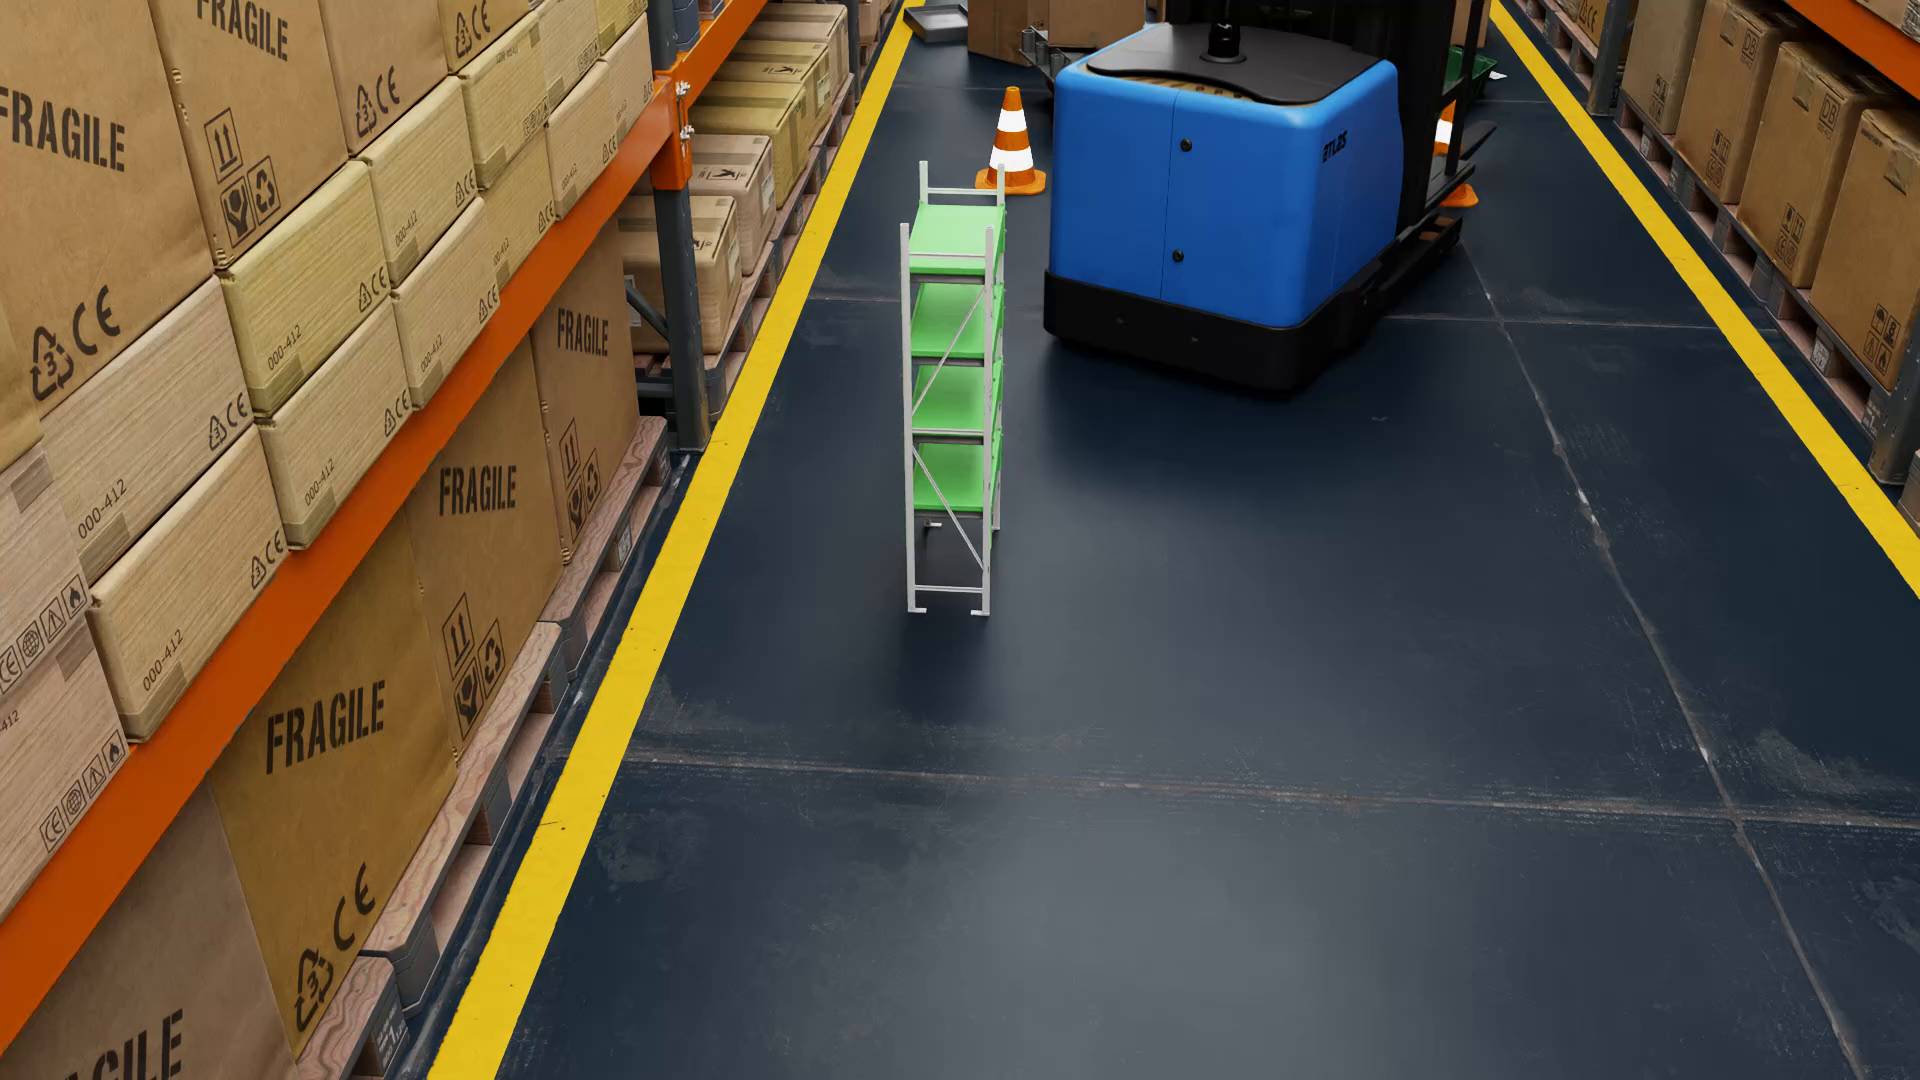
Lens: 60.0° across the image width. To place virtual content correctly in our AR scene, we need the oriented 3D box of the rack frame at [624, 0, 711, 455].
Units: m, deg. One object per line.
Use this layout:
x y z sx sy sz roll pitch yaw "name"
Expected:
-1.375 -1.624 5.026 1.000 3.000 0.127 2 32 4 "rack frame"

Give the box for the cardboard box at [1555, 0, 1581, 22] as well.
4.083 -3.629 9.904 0.875 0.875 0.875 3 32 4 "cardboard box"

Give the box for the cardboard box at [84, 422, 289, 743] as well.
-1.361 0.042 2.466 0.500 0.250 0.500 2 32 3 "cardboard box"

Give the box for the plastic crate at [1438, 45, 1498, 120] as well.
2.601 -2.531 9.124 0.450 0.188 0.662 29 41 23 "plastic crate"

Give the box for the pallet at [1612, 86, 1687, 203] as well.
3.905 -1.963 8.234 1.003 0.211 1.213 2 32 4 "pallet"

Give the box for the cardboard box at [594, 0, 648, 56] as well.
-1.161 -1.509 4.506 0.500 0.250 0.500 2 32 4 "cardboard box"

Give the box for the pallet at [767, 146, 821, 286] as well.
-1.208 -1.482 7.453 1.003 0.211 1.213 2 32 4 "pallet"

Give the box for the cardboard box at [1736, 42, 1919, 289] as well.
3.774 -1.458 6.501 1.050 0.750 0.750 3 32 5 "cardboard box"

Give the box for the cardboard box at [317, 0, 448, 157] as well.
-1.285 -1.018 2.995 0.500 0.500 0.500 2 32 3 "cardboard box"

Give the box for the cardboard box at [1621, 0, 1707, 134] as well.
3.932 -2.450 8.110 1.050 0.750 0.750 2 32 4 "cardboard box"

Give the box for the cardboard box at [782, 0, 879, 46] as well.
-0.732 -3.021 9.513 0.500 0.250 0.500 1 32 2 "cardboard box"

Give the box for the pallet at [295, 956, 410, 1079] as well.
-1.713 1.248 3.023 1.003 0.211 1.213 2 32 4 "pallet"

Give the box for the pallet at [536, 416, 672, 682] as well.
-1.514 -0.028 5.094 1.003 0.211 1.213 2 32 4 "pallet"

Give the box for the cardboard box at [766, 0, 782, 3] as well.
-1.269 -3.044 9.551 0.500 0.250 0.500 4 32 6 "cardboard box"

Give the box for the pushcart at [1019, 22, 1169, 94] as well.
1.227 -2.528 8.992 1.648 0.377 0.936 -8 33 -13 "pushcart"

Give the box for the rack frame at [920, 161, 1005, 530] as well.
0.006 -0.552 5.002 0.240 1.200 0.015 2 32 4 "rack frame"

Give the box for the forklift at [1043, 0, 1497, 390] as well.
1.535 -2.523 6.551 1.130 2.935 3.031 18 36 27 "forklift"

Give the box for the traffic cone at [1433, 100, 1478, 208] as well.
2.278 -1.840 7.795 0.336 0.463 0.334 2 32 4 "traffic cone"

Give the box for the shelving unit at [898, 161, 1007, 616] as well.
-0.013 -0.424 4.795 0.258 1.200 0.503 2 32 4 "shelving unit"

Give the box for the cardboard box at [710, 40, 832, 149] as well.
-1.145 -2.125 7.944 0.950 0.372 0.625 4 32 7 "cardboard box"

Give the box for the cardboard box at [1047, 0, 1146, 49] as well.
0.727 -2.913 8.779 0.500 0.500 0.500 2 32 4 "cardboard box"

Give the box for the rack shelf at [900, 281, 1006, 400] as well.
-0.013 -0.574 4.702 0.258 0.148 0.480 2 32 4 "rack shelf"

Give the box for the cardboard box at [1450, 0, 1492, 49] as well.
2.996 -3.349 10.206 0.500 0.500 0.500 8 32 12 "cardboard box"

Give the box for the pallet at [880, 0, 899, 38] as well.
-0.933 -3.521 10.762 1.003 0.211 1.213 2 32 4 "pallet"

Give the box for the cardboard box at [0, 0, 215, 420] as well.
-1.365 -0.486 2.130 0.500 0.500 0.500 2 32 4 "cardboard box"

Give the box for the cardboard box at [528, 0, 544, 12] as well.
-1.190 -1.542 3.845 0.500 0.500 0.500 3 32 5 "cardboard box"

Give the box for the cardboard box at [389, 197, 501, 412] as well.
-1.254 -0.486 3.323 0.500 0.250 0.500 2 32 3 "cardboard box"

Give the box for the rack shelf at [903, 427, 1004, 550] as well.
-0.013 -0.166 4.954 0.258 0.148 0.480 2 32 4 "rack shelf"

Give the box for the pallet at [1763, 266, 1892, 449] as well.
3.706 -0.687 6.164 1.003 0.211 1.213 2 32 4 "pallet"

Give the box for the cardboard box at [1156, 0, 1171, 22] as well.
1.589 -3.286 9.973 0.797 0.637 0.503 2 32 4 "cardboard box"

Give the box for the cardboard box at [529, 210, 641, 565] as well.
-1.514 -0.541 4.893 0.875 0.875 0.875 2 32 4 "cardboard box"

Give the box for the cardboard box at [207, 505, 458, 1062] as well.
-1.664 0.393 3.378 0.875 0.875 0.875 3 32 5 "cardboard box"

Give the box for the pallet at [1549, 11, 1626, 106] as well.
4.032 -2.764 9.534 1.003 0.211 1.213 2 32 4 "pallet"

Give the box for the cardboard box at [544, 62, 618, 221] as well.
-1.183 -1.017 4.184 0.500 0.250 0.500 3 32 5 "cardboard box"

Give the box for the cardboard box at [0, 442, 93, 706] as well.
-1.384 0.101 1.894 0.500 0.250 0.500 2 32 3 "cardboard box"

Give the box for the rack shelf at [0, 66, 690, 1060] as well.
-1.538 -0.272 3.518 1.077 0.370 4.000 2 32 4 "rack shelf"

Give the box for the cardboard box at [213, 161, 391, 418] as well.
-1.302 -0.436 2.765 0.500 0.250 0.500 3 32 5 "cardboard box"

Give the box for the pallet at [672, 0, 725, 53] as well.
-1.423 -1.919 5.688 1.213 0.211 1.003 2 32 4 "pallet"

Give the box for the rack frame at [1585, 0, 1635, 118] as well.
3.892 -3.557 8.163 1.000 3.000 0.127 2 32 4 "rack frame"

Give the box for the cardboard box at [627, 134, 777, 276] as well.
-1.267 -1.365 6.711 0.950 0.372 0.625 2 32 3 "cardboard box"

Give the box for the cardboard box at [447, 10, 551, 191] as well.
-1.221 -0.972 3.634 0.500 0.250 0.500 2 32 3 "cardboard box"

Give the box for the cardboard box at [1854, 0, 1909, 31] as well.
3.378 -2.016 5.566 0.500 0.500 0.500 2 32 4 "cardboard box"
